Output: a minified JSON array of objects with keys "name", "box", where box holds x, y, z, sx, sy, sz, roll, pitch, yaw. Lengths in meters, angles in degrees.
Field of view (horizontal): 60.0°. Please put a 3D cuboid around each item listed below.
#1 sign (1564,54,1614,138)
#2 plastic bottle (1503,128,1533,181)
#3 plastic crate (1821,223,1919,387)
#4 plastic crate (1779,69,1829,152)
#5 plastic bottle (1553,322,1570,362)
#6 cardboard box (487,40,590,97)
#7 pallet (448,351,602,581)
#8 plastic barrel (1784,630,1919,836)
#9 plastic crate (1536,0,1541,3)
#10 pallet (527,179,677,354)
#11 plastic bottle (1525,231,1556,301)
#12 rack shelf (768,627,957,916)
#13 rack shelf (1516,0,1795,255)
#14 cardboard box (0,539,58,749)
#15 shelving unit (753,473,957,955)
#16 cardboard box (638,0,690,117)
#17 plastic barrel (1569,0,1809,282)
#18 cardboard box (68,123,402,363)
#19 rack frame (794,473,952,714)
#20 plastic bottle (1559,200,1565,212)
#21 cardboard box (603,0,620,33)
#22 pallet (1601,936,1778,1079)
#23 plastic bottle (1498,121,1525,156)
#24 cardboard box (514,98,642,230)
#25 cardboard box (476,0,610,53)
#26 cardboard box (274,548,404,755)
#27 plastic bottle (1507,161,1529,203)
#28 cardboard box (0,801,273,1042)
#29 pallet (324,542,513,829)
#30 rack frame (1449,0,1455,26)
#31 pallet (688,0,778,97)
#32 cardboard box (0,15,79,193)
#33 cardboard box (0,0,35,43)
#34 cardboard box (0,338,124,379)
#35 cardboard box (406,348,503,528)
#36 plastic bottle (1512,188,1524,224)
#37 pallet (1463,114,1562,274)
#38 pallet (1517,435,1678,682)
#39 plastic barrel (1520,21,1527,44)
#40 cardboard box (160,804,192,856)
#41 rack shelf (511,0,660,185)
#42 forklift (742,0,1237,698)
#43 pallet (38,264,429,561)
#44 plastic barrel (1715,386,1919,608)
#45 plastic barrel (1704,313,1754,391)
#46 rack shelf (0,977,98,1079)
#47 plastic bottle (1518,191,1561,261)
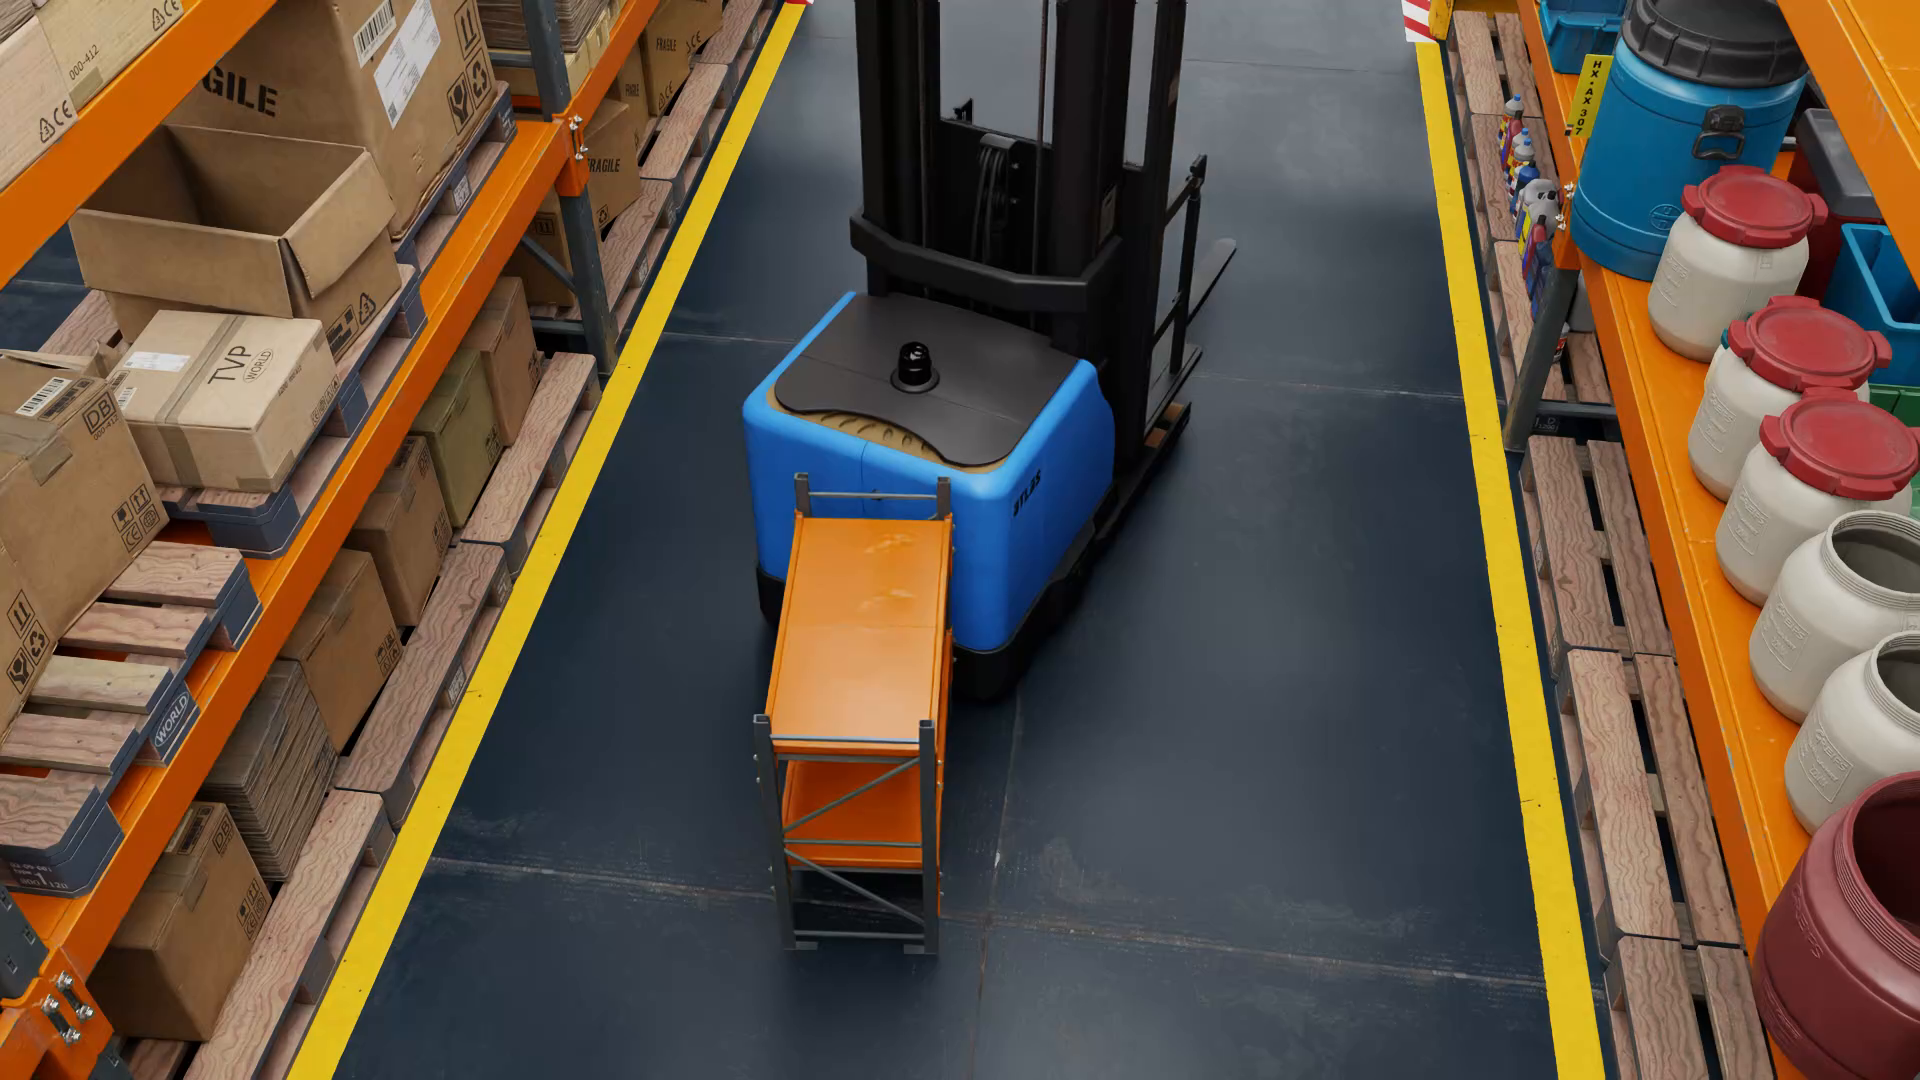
[{"name":"sign","box":[2.298,-1.620,6.078,0.100,0.325,0.005,5,44,6]},{"name":"plastic bottle","box":[2.777,-1.916,8.257,0.097,0.271,0.097,0,43,0]},{"name":"plastic crate","box":[3.005,-0.676,5.294,0.392,0.384,0.575,5,44,6]},{"name":"plastic crate","box":[3.037,-1.785,6.498,0.767,0.338,0.504,5,44,6]},{"name":"plastic bottle","box":[2.581,-0.881,7.214,0.097,0.201,0.097,0,43,0]},{"name":"cardboard box","box":[-1.741,-1.940,6.800,0.380,0.149,0.250,5,44,6]},{"name":"pallet","box":[-2.169,-0.369,6.986,1.003,0.211,1.213,5,44,6]},{"name":"plastic barrel","box":[2.238,0.503,3.956,0.421,0.512,0.421,0,43,0]},{"name":"plastic crate","box":[2.806,-2.496,7.396,0.530,0.136,0.437,5,44,6]},{"name":"pallet","box":[-2.014,-1.361,8.034,1.003,0.211,1.213,5,44,6]},{"name":"plastic bottle","box":[2.667,-1.256,7.501,0.144,0.351,0.185,3,44,3]},{"name":"rack shelf","box":[-0.300,0.736,5.510,0.538,0.278,1.000,2,43,2]},{"name":"rack shelf","box":[3.107,-2.564,7.799,1.077,0.370,4.000,5,44,6]},{"name":"cardboard box","box":[-2.564,0.253,3.923,0.500,0.500,0.500,0,43,0]},{"name":"shelving unit","box":[-0.300,0.559,5.342,0.538,1.125,1.048,2,43,2]},{"name":"cardboard box","box":[-1.784,-2.624,8.852,0.500,0.500,0.500,9,44,9]},{"name":"plastic barrel","box":[2.491,-1.408,5.691,0.600,0.901,0.708,5,44,6]},{"name":"cardboard box","box":[-2.205,-0.913,5.152,0.797,0.503,0.637,9,44,10]},{"name":"rack frame","box":[-0.280,0.210,5.710,0.500,1.125,0.032,2,43,2]},{"name":"plastic bottle","box":[2.815,-1.460,7.766,0.061,0.283,0.133,5,44,6]},{"name":"cardboard box","box":[-1.689,-2.282,7.162,0.380,0.149,0.250,5,44,6]},{"name":"pallet","box":[2.454,1.752,4.746,1.003,0.211,1.213,5,44,6]},{"name":"plastic bottle","box":[2.809,-2.054,8.453,0.097,0.201,0.097,0,43,0]},{"name":"cardboard box","box":[-1.907,-1.817,8.000,0.500,0.500,0.500,19,46,19]},{"name":"cardboard box","box":[-1.947,-2.358,6.769,0.875,0.500,0.500,5,44,6]},{"name":"cardboard box","box":[-2.399,0.337,5.711,0.700,0.500,0.500,9,44,9]},{"name":"plastic bottle","box":[2.751,-1.755,8.137,0.097,0.201,0.097,0,43,0]},{"name":"cardboard box","box":[-2.527,1.103,4.901,0.700,0.500,0.500,3,44,3]},{"name":"pallet","box":[-2.328,0.465,6.106,1.003,0.211,1.213,5,44,6]},{"name":"rack frame","box":[3.371,-4.188,8.992,1.000,3.000,0.127,5,44,6]},{"name":"pallet","box":[-1.691,-3.024,9.790,1.003,0.211,1.213,5,44,6]},{"name":"cardboard box","box":[-2.213,-0.868,3.412,0.500,0.250,0.500,6,44,7]},{"name":"cardboard box","box":[-2.208,-1.136,3.150,0.500,0.500,0.500,6,44,6]},{"name":"cardboard box","box":[-2.643,-0.451,4.837,0.396,0.266,0.258,4,44,4]},{"name":"cardboard box","box":[-2.252,-0.425,6.515,0.700,0.500,0.500,5,44,5]},{"name":"plastic bottle","box":[2.724,-1.615,7.989,0.097,0.201,0.097,0,43,0]},{"name":"pallet","box":[3.131,-1.737,8.431,1.003,0.211,1.213,5,44,6]},{"name":"pallet","box":[2.777,0.089,6.502,1.003,0.211,1.213,5,44,6]},{"name":"plastic barrel","box":[3.360,-2.982,9.222,0.421,0.512,0.421,0,43,0]},{"name":"cardboard box","box":[-2.537,0.830,4.644,0.500,0.250,0.500,7,44,7]},{"name":"rack shelf","box":[-1.803,-3.014,8.275,1.077,0.370,4.000,5,44,6]},{"name":"forklift","box":[0.344,-1.504,6.206,1.130,2.935,3.031,19,47,19]},{"name":"pallet","box":[-2.375,-0.469,5.204,1.003,0.211,1.213,5,44,6]},{"name":"plastic barrel","box":[2.344,-0.085,4.559,0.433,0.535,0.433,0,43,0]},{"name":"plastic barrel","box":[2.515,-0.524,5.222,0.301,0.262,0.301,0,43,0]},{"name":"rack shelf","box":[-2.861,2.438,2.517,1.077,0.370,4.000,5,44,6]},{"name":"plastic bottle","box":[2.710,-1.476,7.734,0.144,0.351,0.185,5,44,5]}]
